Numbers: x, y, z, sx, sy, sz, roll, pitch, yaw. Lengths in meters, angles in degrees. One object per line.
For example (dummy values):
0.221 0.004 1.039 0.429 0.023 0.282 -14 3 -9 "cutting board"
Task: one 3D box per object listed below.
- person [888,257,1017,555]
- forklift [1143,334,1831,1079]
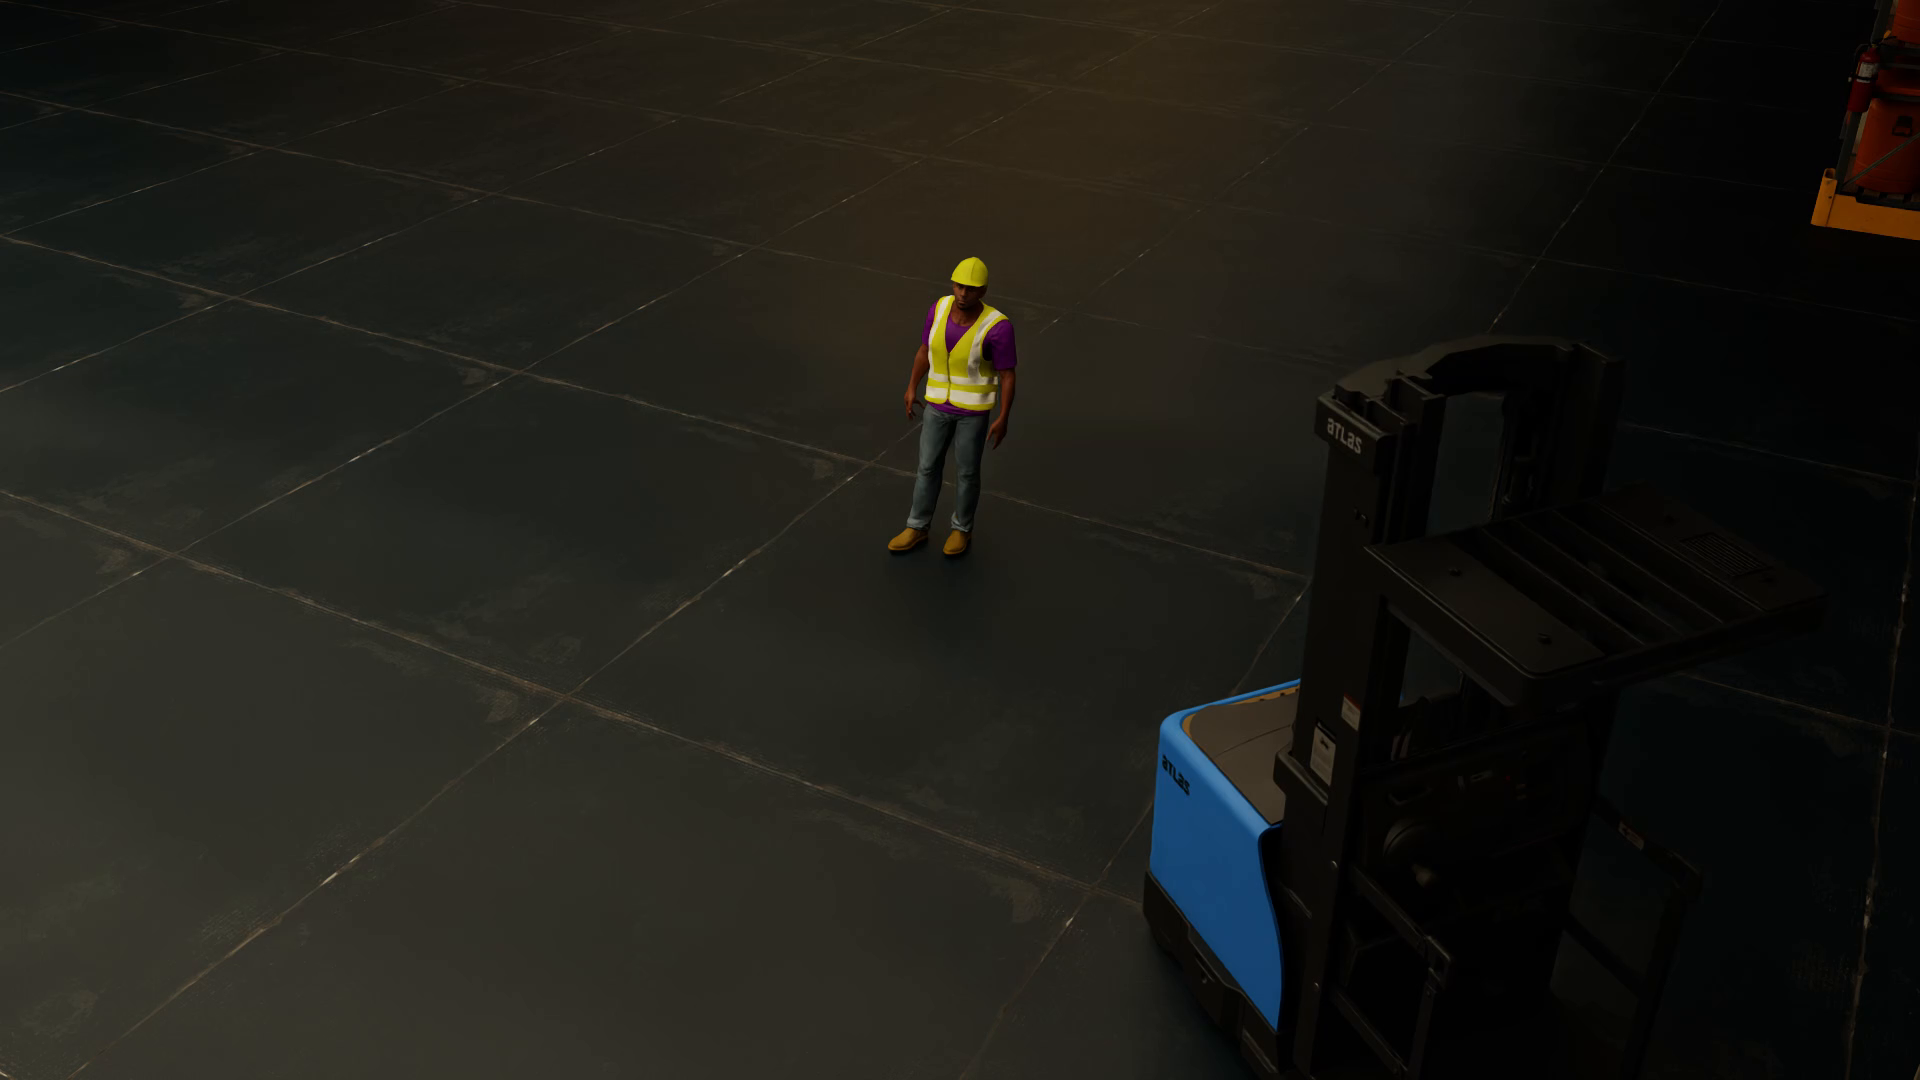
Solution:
-0.039 -0.743 9.508 0.665 1.765 0.577 15 33 25 "person"
1.829 0.942 5.438 1.130 2.935 3.031 -12 32 -20 "forklift"
